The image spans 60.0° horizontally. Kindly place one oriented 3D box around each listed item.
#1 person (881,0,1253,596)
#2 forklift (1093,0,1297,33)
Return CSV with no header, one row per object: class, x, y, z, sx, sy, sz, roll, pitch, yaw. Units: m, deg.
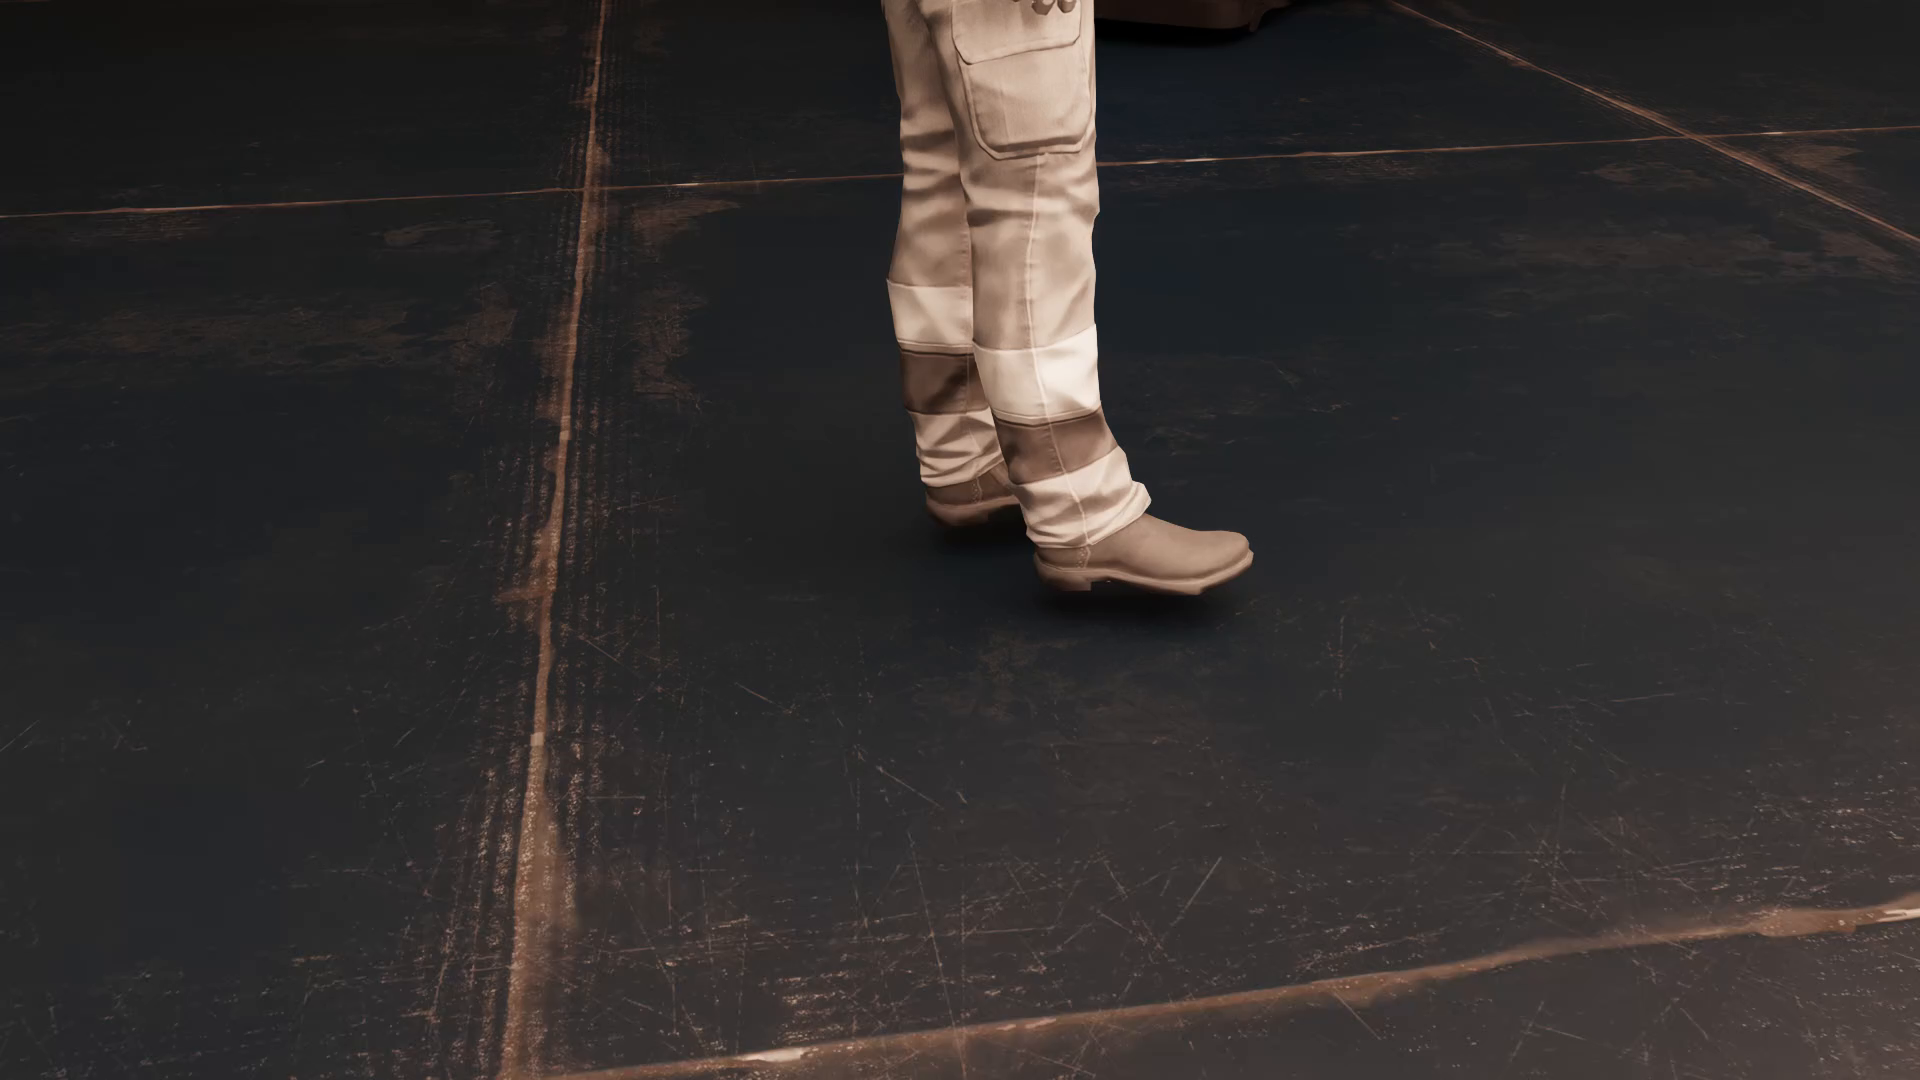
person,0.081,-0.833,2.059,0.564,1.787,0.637,-5,28,-9
forklift,1.086,-3.673,6.296,1.130,2.935,3.031,12,30,22
